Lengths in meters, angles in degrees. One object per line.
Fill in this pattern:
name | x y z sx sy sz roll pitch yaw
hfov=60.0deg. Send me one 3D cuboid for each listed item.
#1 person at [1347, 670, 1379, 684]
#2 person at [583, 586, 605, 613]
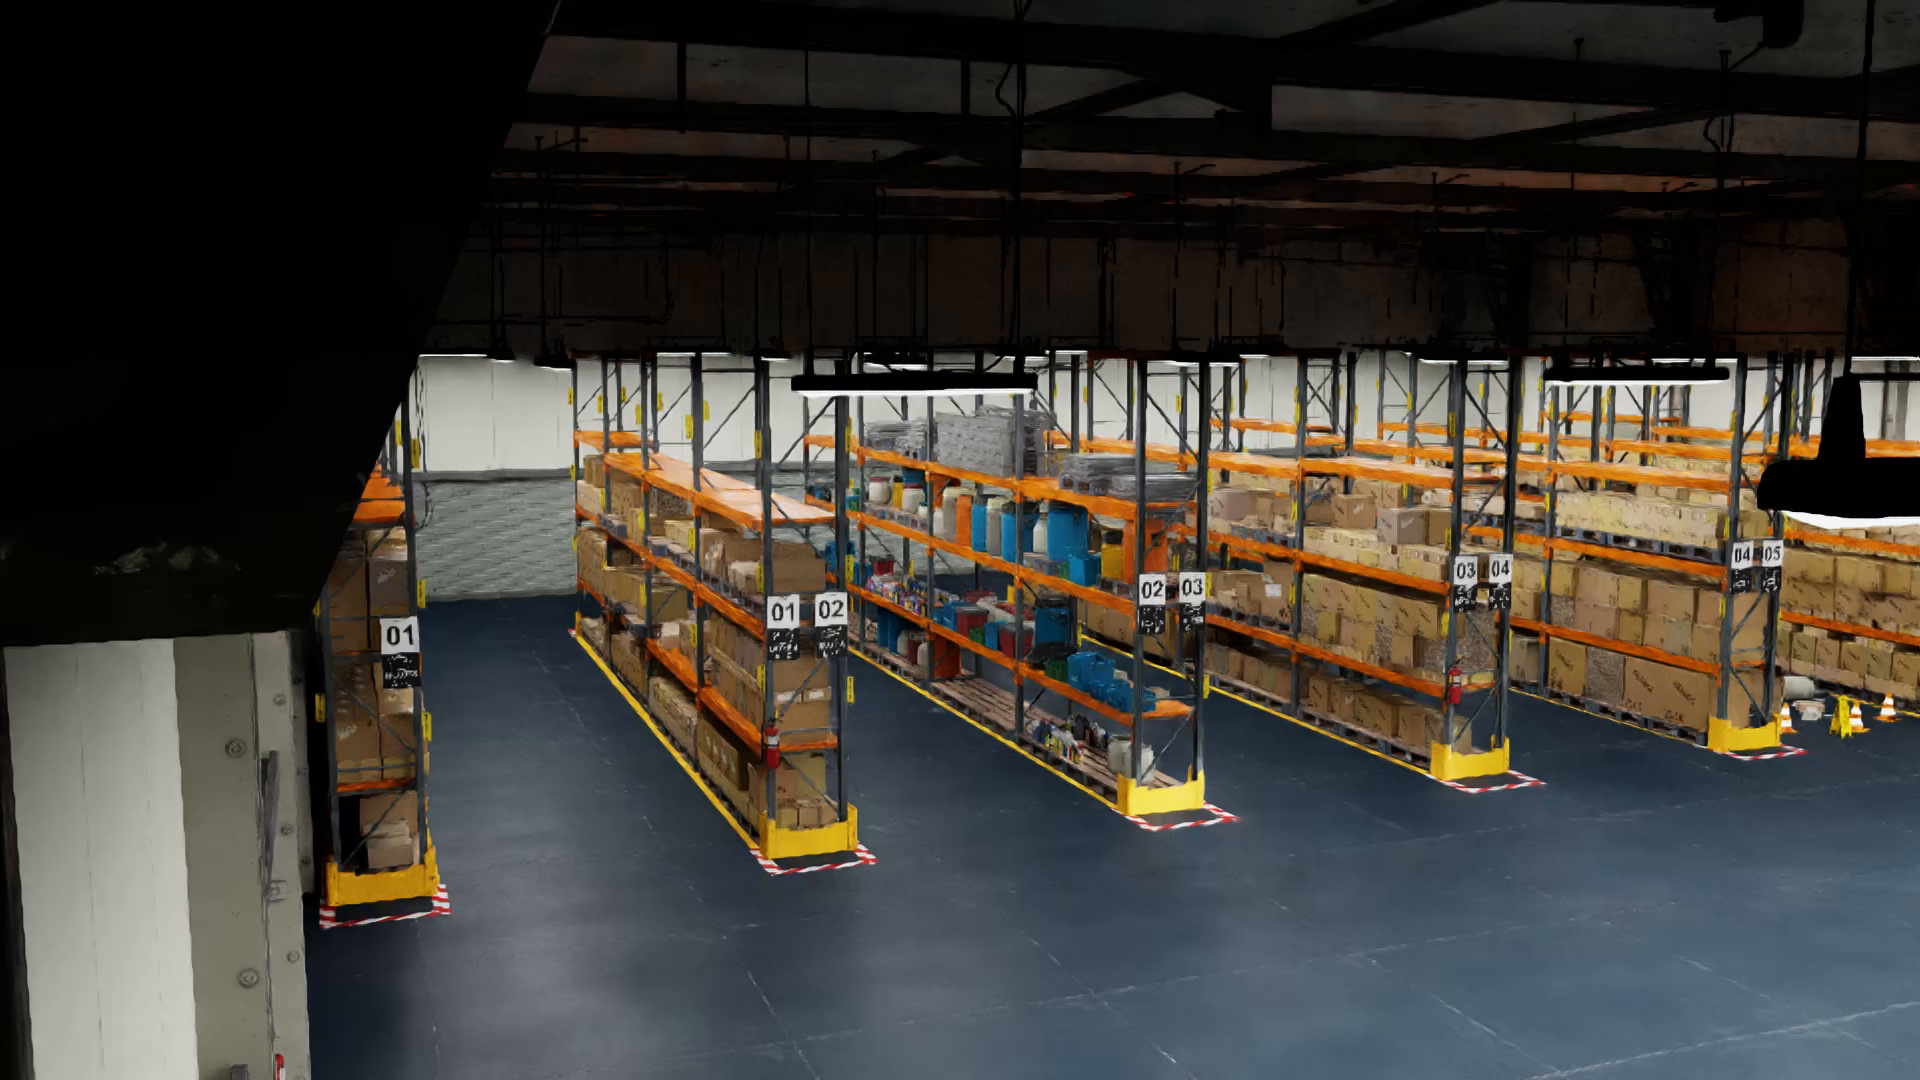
person | 7.304 1.688 30.173 0.637 1.767 0.676 1 7 8
person | -8.315 0.806 37.557 0.667 1.713 0.784 -6 10 -42
